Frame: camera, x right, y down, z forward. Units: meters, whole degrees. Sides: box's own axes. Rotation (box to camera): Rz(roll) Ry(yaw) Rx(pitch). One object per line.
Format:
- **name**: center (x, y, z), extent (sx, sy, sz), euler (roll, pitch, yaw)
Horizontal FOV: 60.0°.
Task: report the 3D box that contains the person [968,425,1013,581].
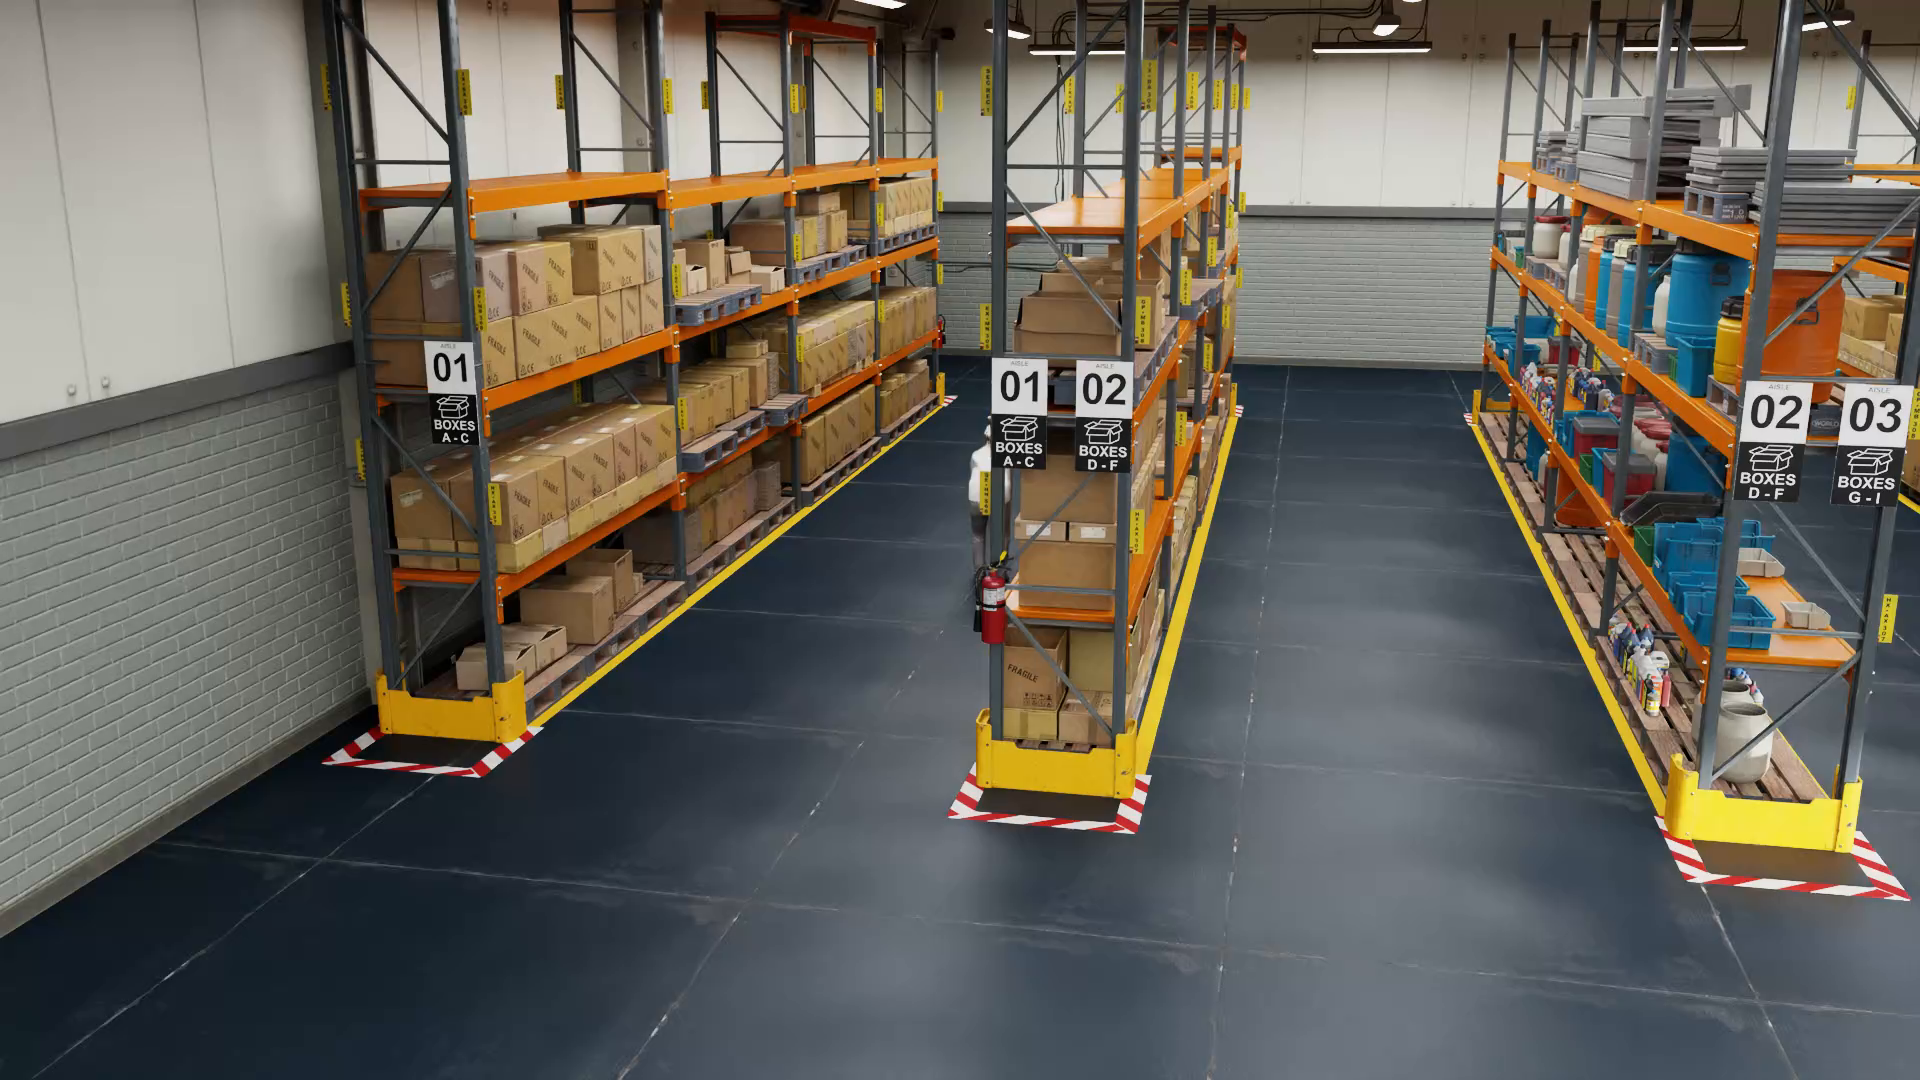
- **person**: center (0.332, -0.404, 17.769), extent (0.471, 1.651, 0.736), euler (3, 15, 10)
